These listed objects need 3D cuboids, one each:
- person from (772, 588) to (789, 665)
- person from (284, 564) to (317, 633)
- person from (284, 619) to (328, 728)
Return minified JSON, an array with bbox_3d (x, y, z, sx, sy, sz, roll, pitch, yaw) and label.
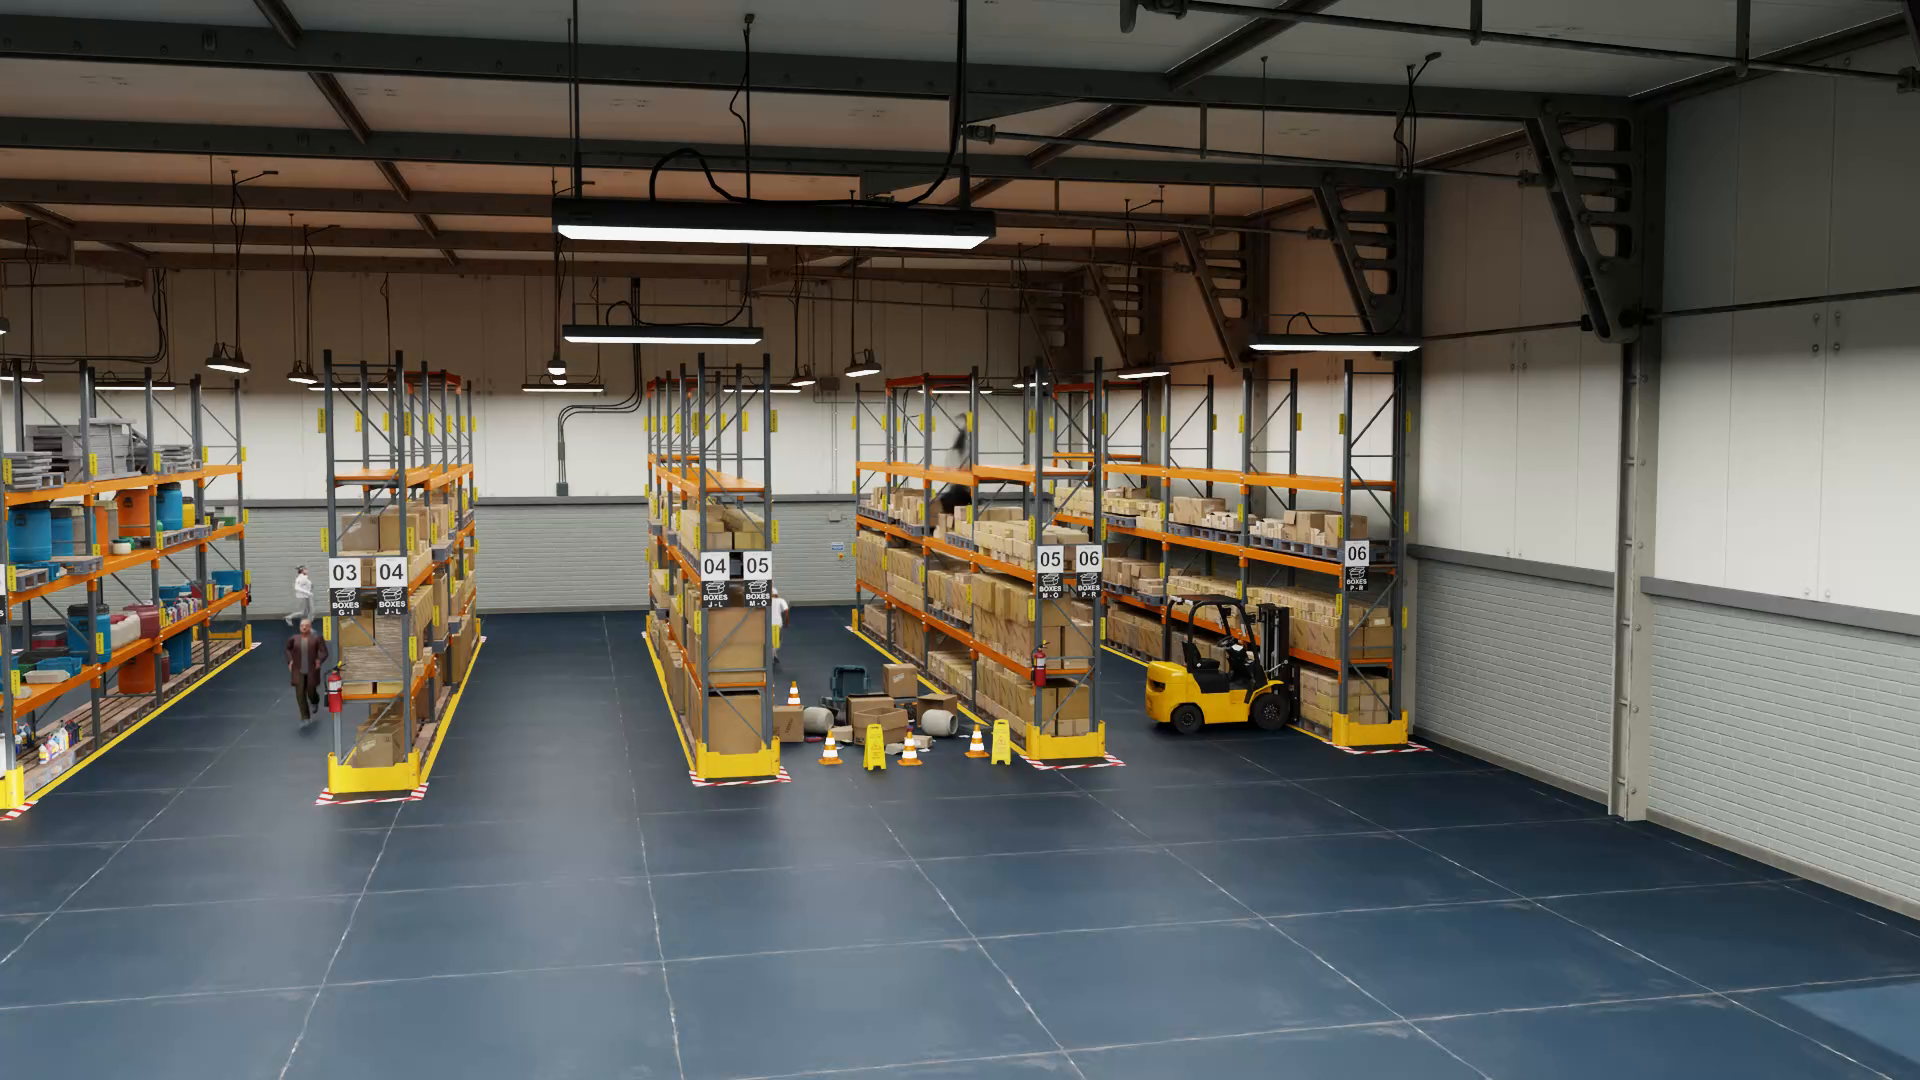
[{"bbox_3d":[-3.888,1.833,34.393,0.711,1.606,1.075,0,4,-5],"label":"person"},{"bbox_3d":[-15.866,1.405,40.054,0.762,1.695,0.627,0,4,1],"label":"person"},{"bbox_3d":[-10.939,2.205,27.811,0.711,1.765,0.880,-1,4,-13],"label":"person"}]
